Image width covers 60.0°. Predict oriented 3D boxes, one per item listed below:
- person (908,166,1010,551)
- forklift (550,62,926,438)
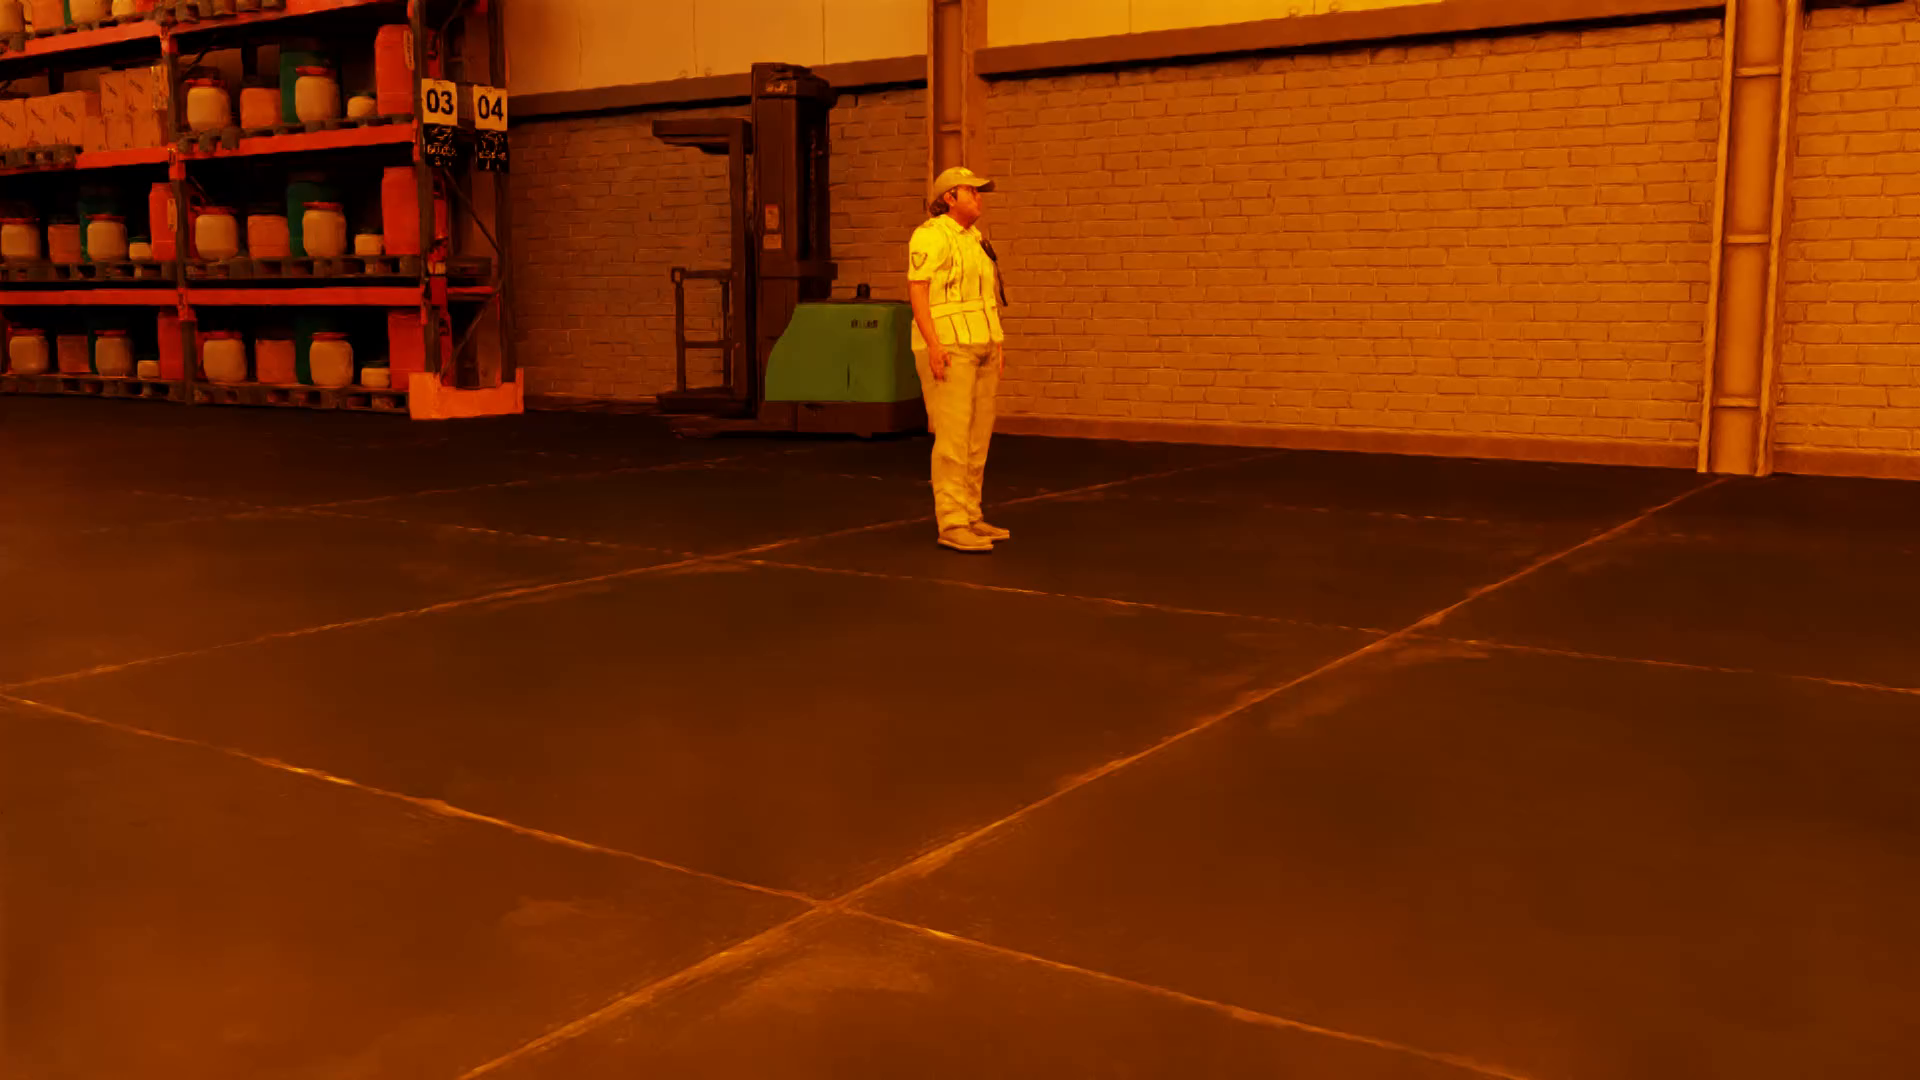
[{"bbox_3d":[0.051,-0.823,7.424,0.529,1.669,0.598,5,10,34],"label":"person"},{"bbox_3d":[-1.859,-2.335,13.611,3.031,2.935,1.130,2,8,14],"label":"forklift"}]
